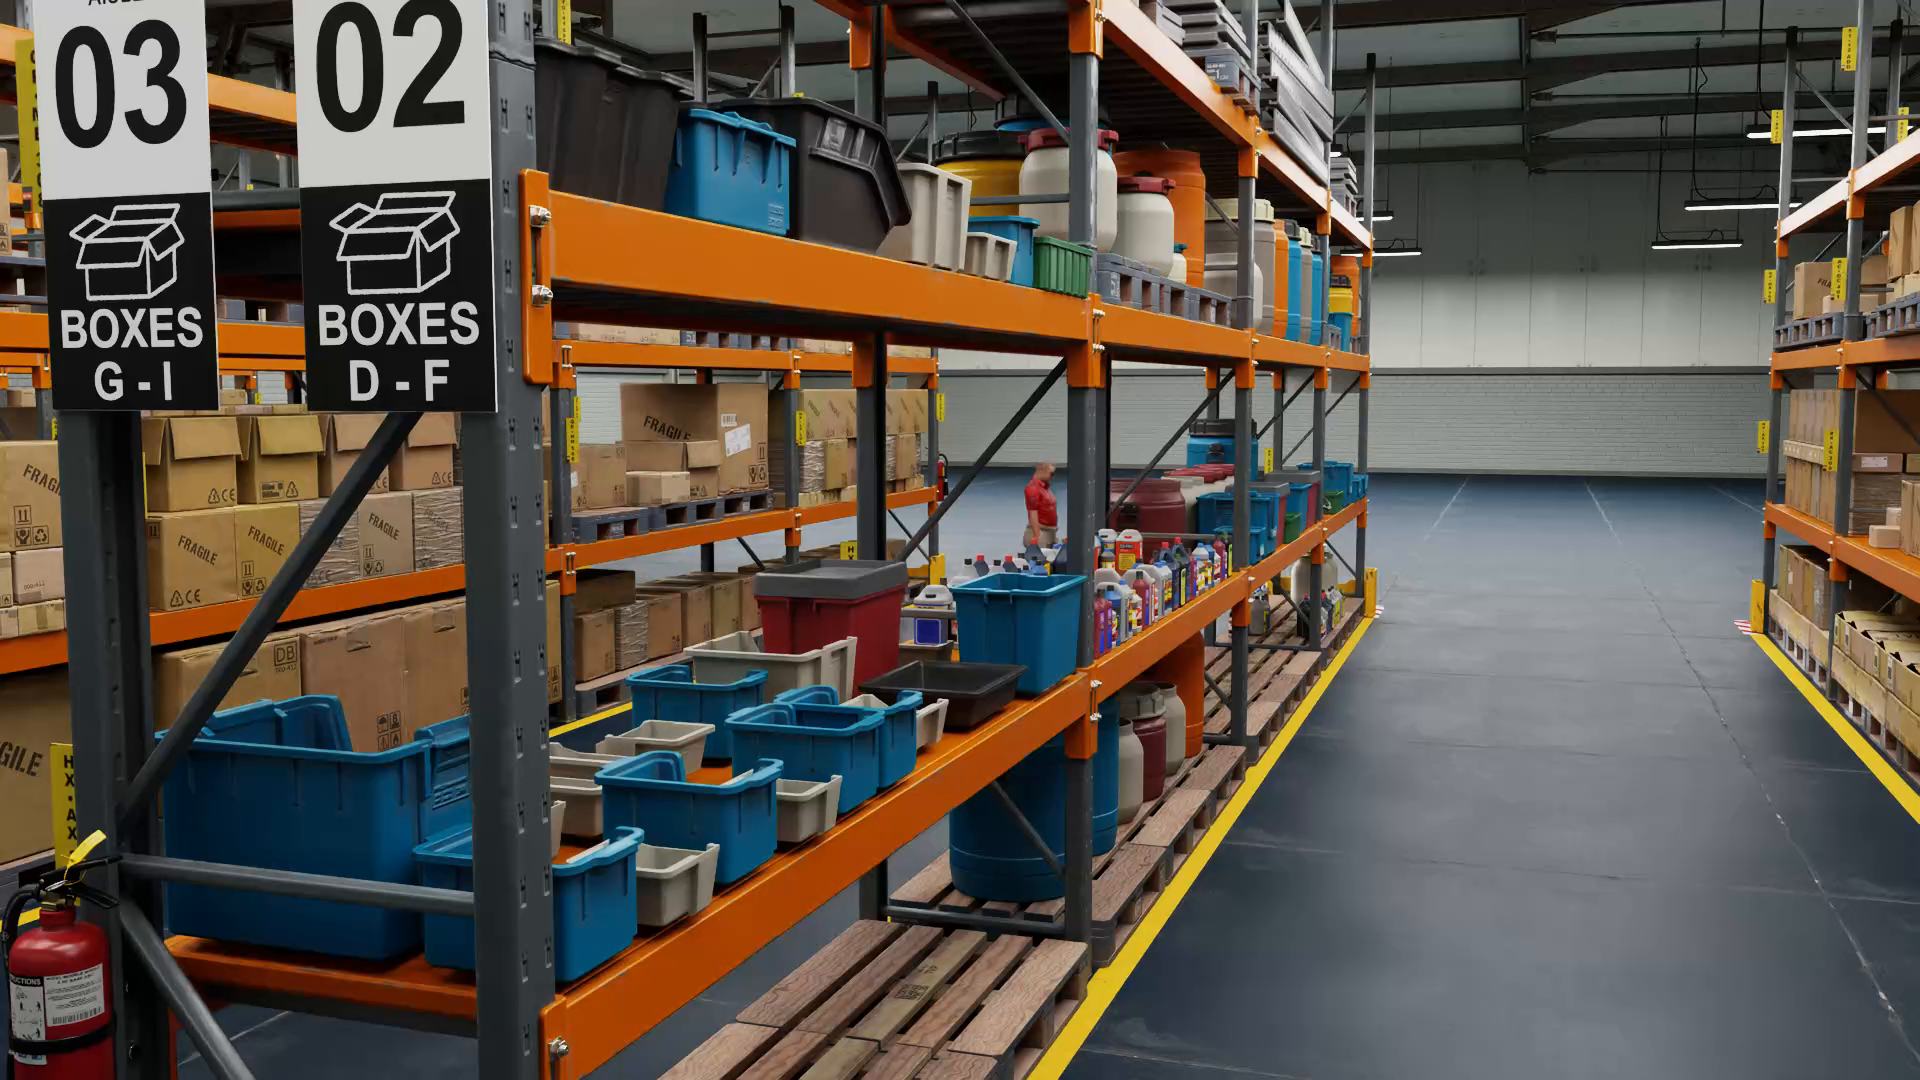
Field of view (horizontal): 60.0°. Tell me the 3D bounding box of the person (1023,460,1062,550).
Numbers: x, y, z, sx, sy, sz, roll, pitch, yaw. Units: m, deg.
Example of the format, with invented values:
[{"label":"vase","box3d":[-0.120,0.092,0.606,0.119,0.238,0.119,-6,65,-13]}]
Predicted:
[{"label":"person","box3d":[0.875,0.006,17.662,0.362,1.718,0.535,2,5,20]}]
